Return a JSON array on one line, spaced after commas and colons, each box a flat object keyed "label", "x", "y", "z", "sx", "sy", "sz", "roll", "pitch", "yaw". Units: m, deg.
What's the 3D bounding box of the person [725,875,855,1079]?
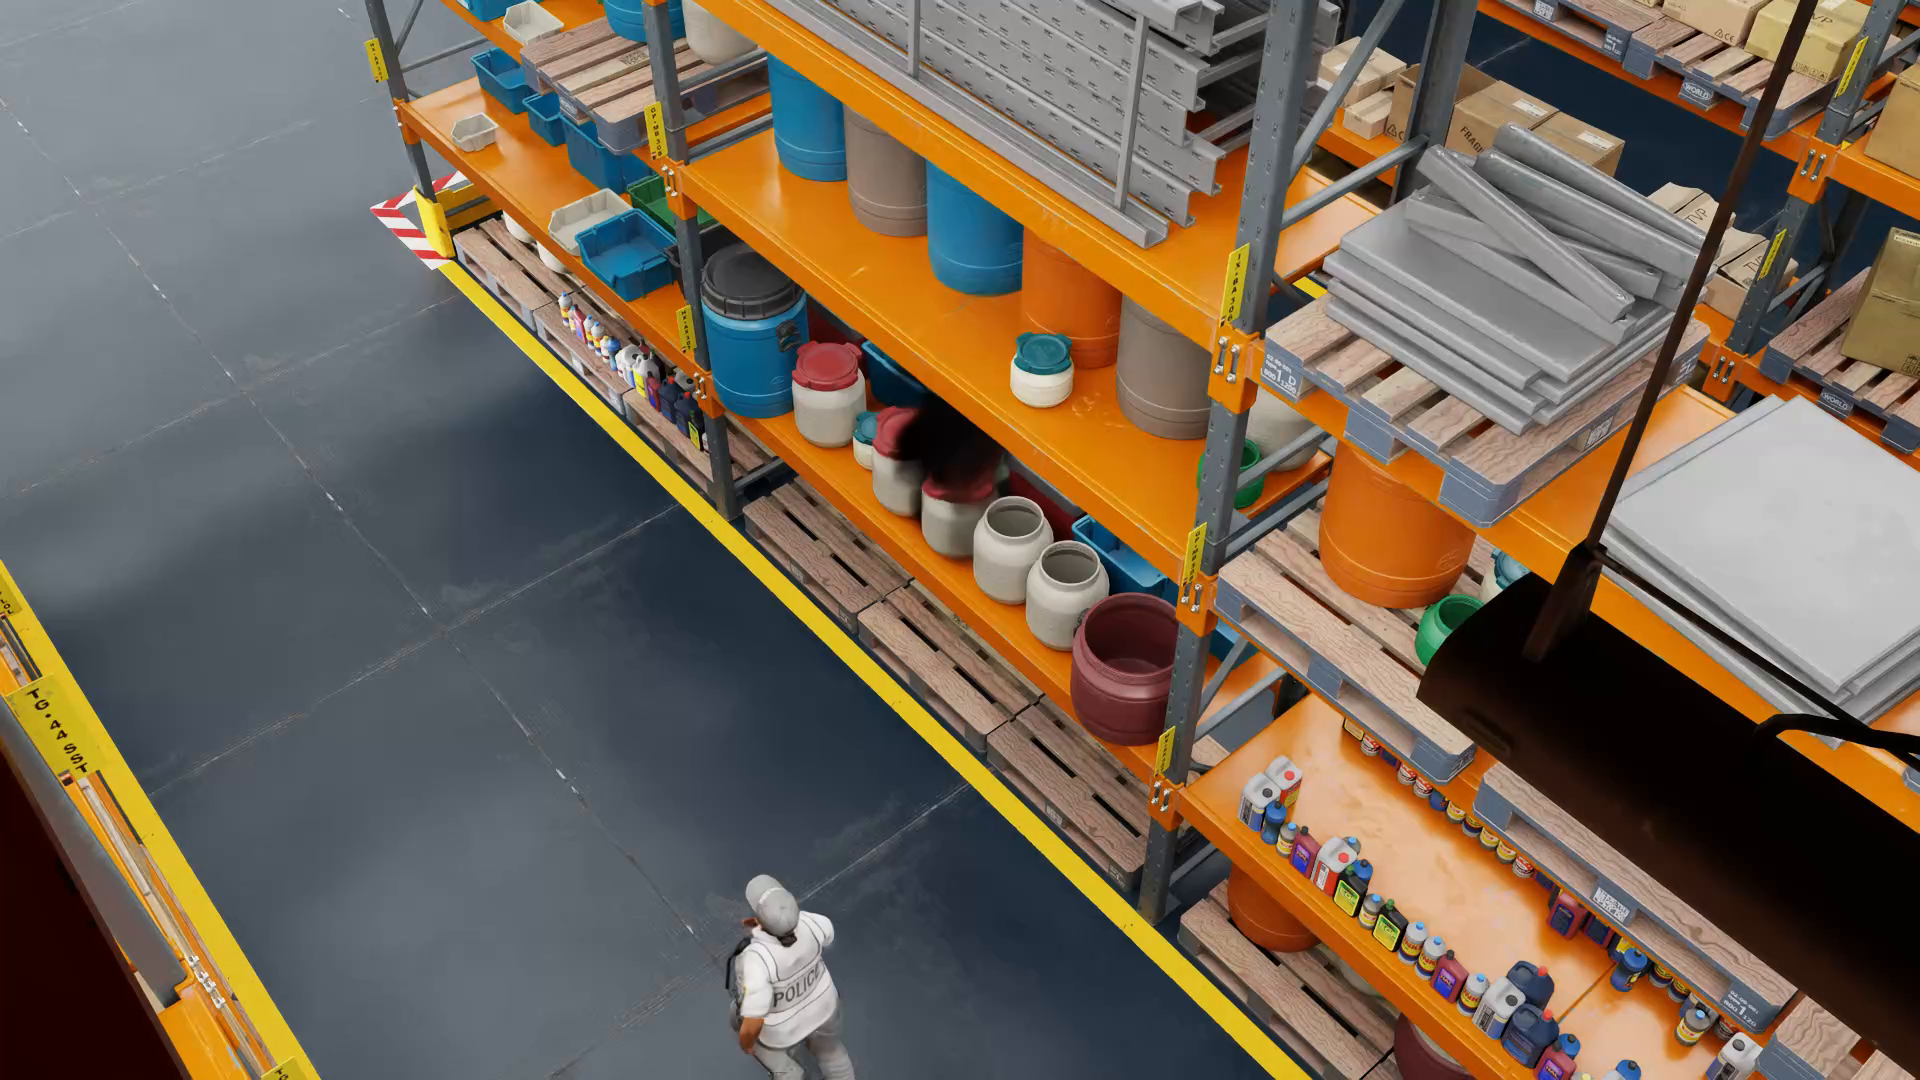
[{"label": "person", "x": -0.803, "y": 2.087, "z": 7.482, "sx": 0.628, "sy": 1.646, "sz": 0.732, "roll": -31, "pitch": 54, "yaw": -26}]
